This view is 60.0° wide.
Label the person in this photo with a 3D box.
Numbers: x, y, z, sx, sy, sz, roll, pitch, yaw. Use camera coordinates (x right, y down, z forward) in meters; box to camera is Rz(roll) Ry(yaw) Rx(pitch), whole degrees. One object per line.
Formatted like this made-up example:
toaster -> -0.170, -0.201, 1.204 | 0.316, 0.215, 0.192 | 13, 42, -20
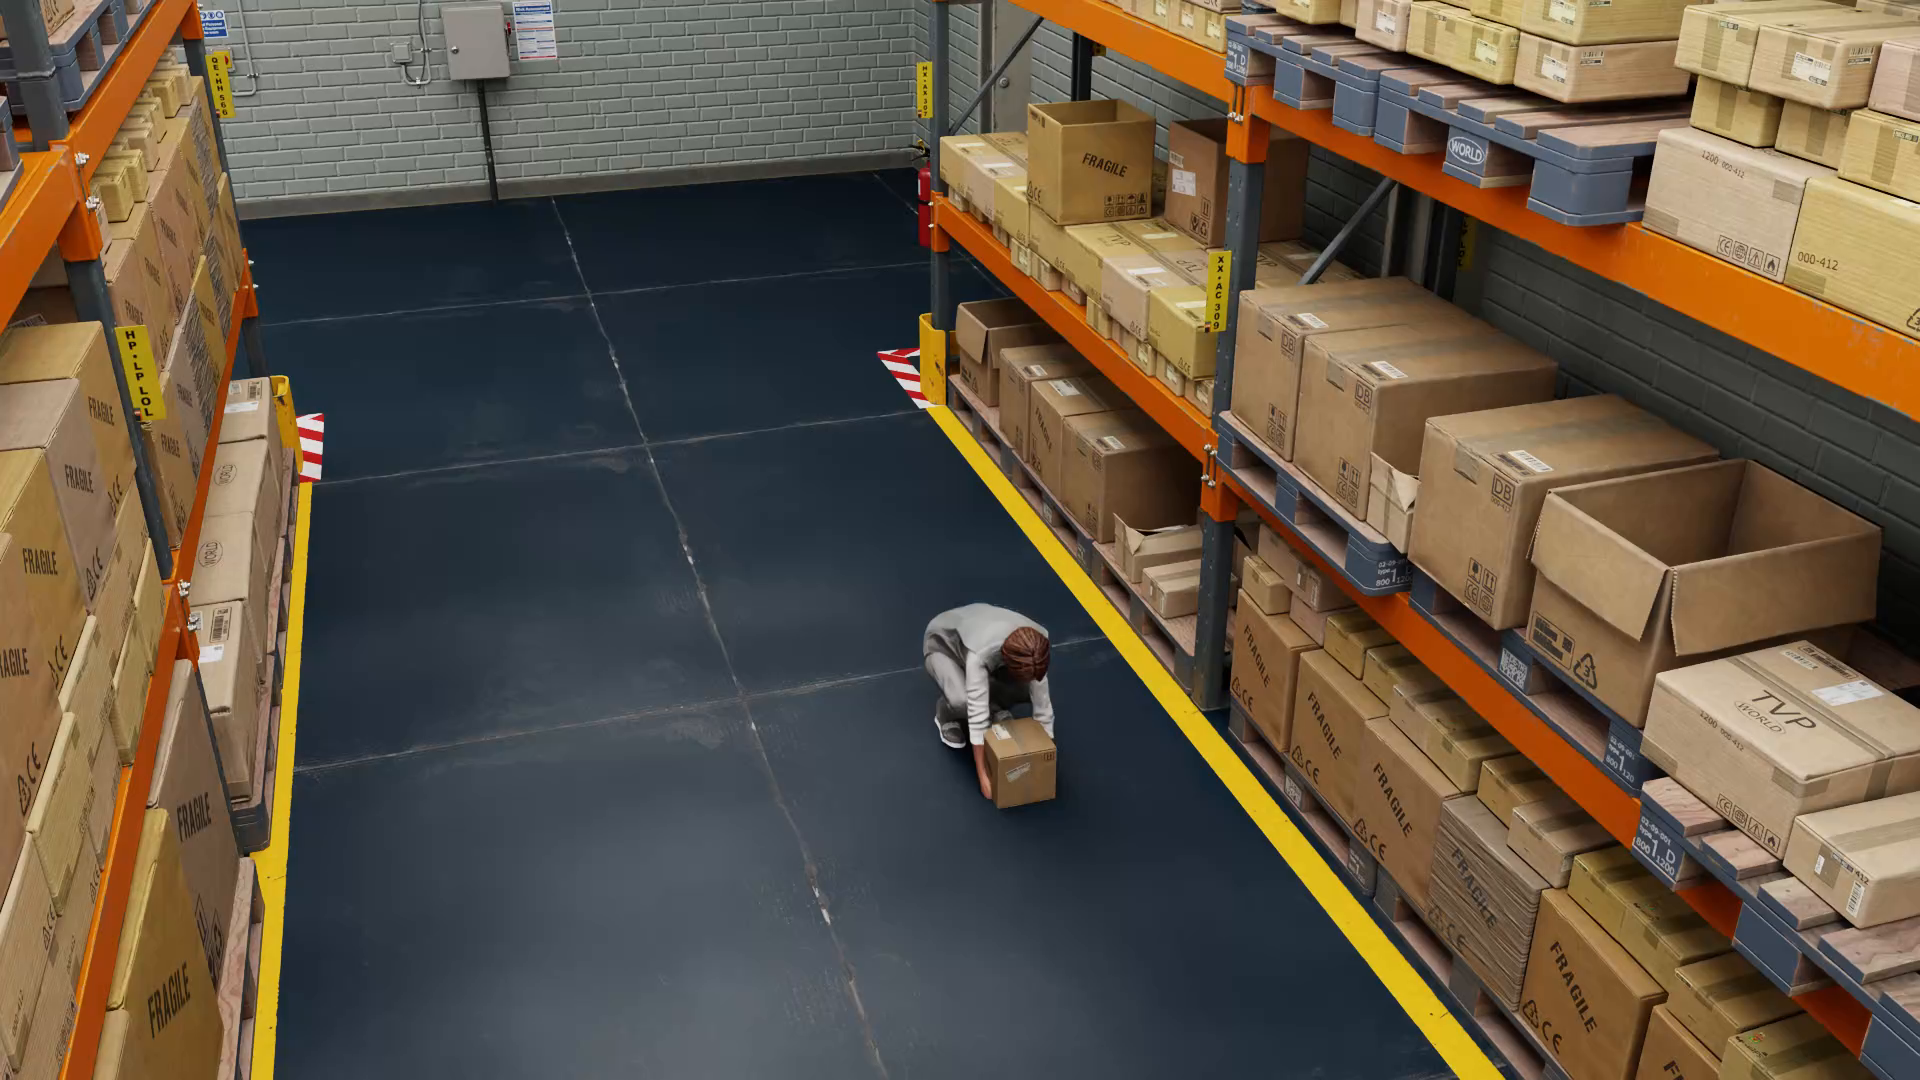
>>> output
person -> 0.120, 0.588, 6.994 | 0.435, 0.759, 0.822 | -10, 28, -19
